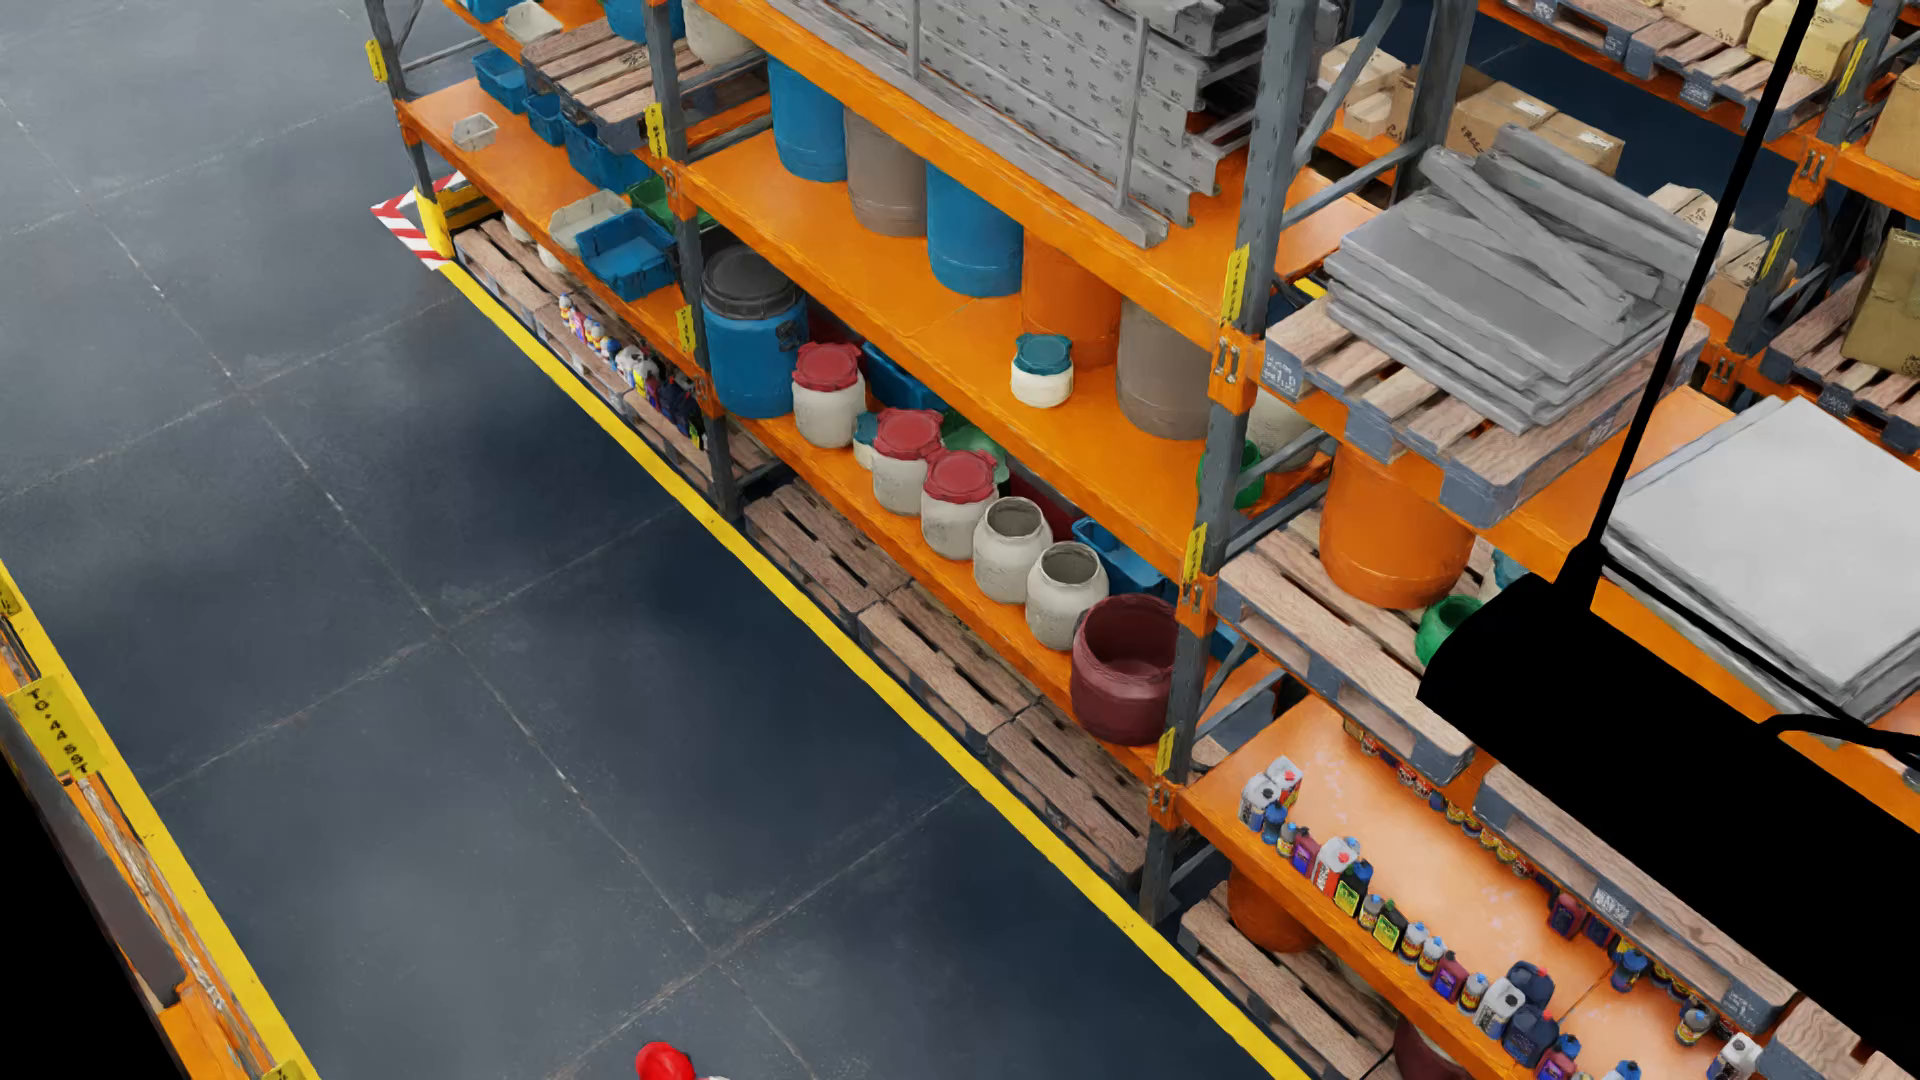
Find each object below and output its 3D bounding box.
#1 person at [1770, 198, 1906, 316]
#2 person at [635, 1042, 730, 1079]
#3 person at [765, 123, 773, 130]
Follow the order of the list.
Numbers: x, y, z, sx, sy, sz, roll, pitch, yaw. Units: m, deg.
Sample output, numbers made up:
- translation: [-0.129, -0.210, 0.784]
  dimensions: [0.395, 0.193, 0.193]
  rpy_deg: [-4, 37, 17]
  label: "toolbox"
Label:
- translation: [6.468, -2.160, 11.884]
  dimensions: [0.543, 1.648, 1.115]
  rpy_deg: [-30, 53, -25]
  label: "person"
- translation: [-1.151, 2.697, 7.225]
  dimensions: [0.550, 1.709, 1.128]
  rpy_deg: [-34, 55, -28]
  label: "person"
- translation: [-1.454, -3.863, 13.425]
  dimensions: [0.729, 1.680, 0.538]
  rpy_deg: [-33, 55, -28]
  label: "person"
